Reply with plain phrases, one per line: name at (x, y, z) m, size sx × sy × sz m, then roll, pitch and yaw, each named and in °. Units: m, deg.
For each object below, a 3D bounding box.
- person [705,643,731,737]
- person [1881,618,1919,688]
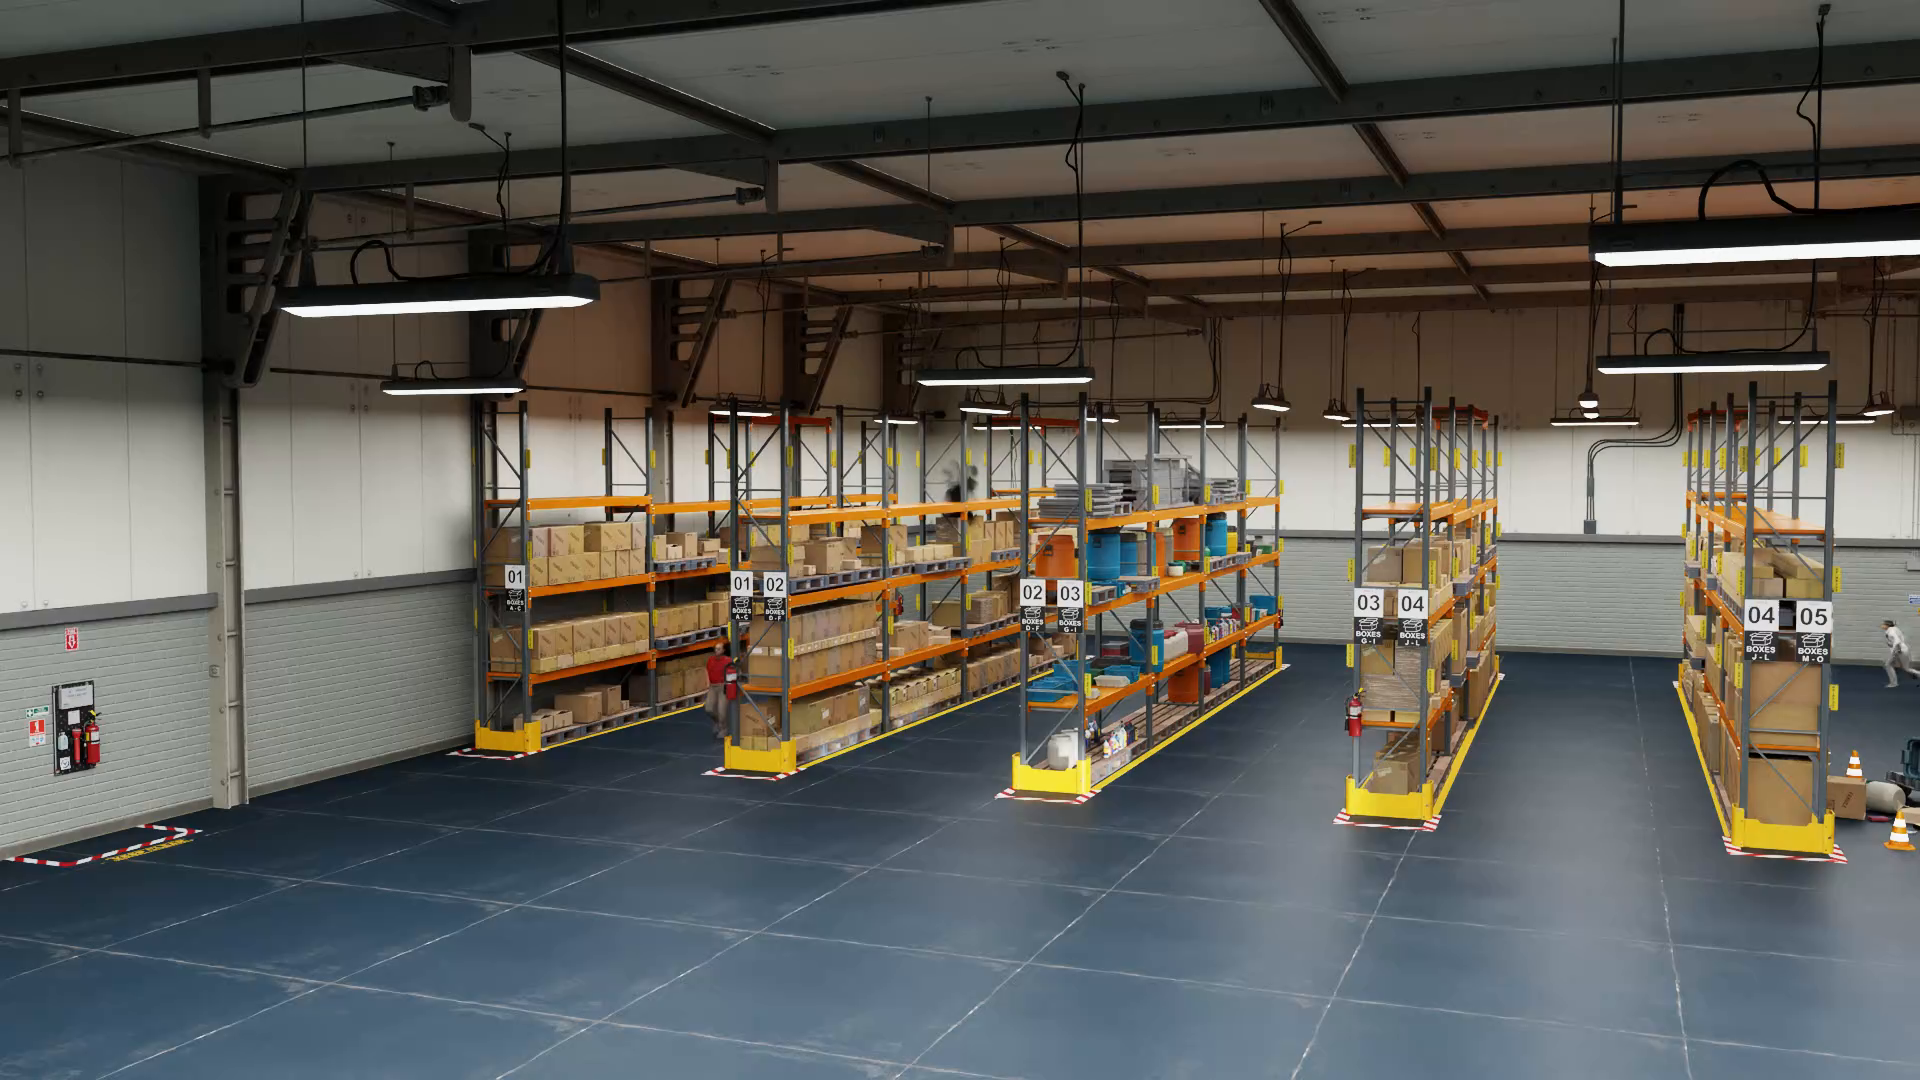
person at (-4.324, 2.701, 29.900) m, size 0.673 × 1.693 × 0.591 m, roll 1°, pitch 3°, yaw 14°
person at (20.558, 2.491, 36.183) m, size 0.950 × 1.545 × 0.599 m, roll 2°, pitch 3°, yaw 30°
